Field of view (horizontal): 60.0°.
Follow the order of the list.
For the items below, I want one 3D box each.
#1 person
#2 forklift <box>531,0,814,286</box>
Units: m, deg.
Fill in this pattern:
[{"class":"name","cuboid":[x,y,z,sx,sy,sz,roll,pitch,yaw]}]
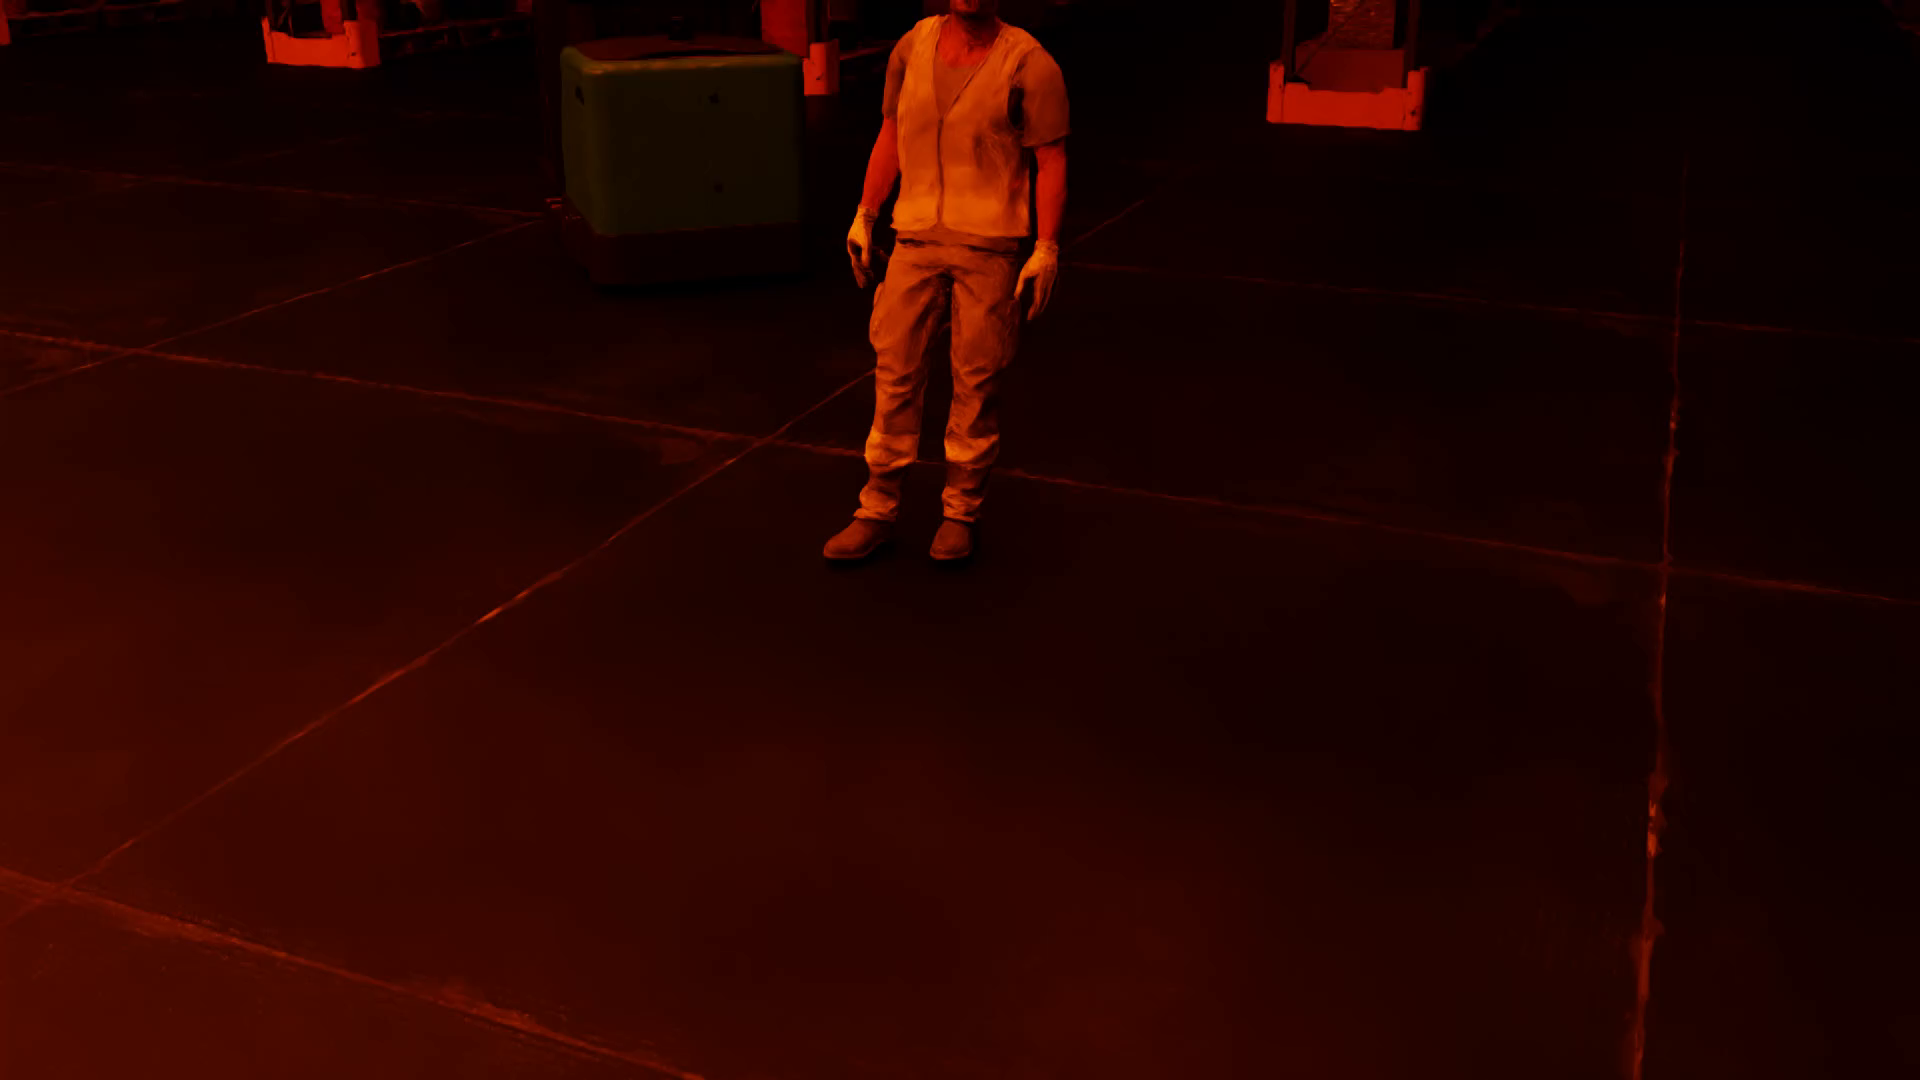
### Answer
[{"class":"person","cuboid":[-0.041,-0.805,4.680,0.637,1.787,0.561,9,24,21]},{"class":"forklift","cuboid":[-1.698,-3.075,8.650,1.130,2.935,3.031,-8,24,-19]}]
